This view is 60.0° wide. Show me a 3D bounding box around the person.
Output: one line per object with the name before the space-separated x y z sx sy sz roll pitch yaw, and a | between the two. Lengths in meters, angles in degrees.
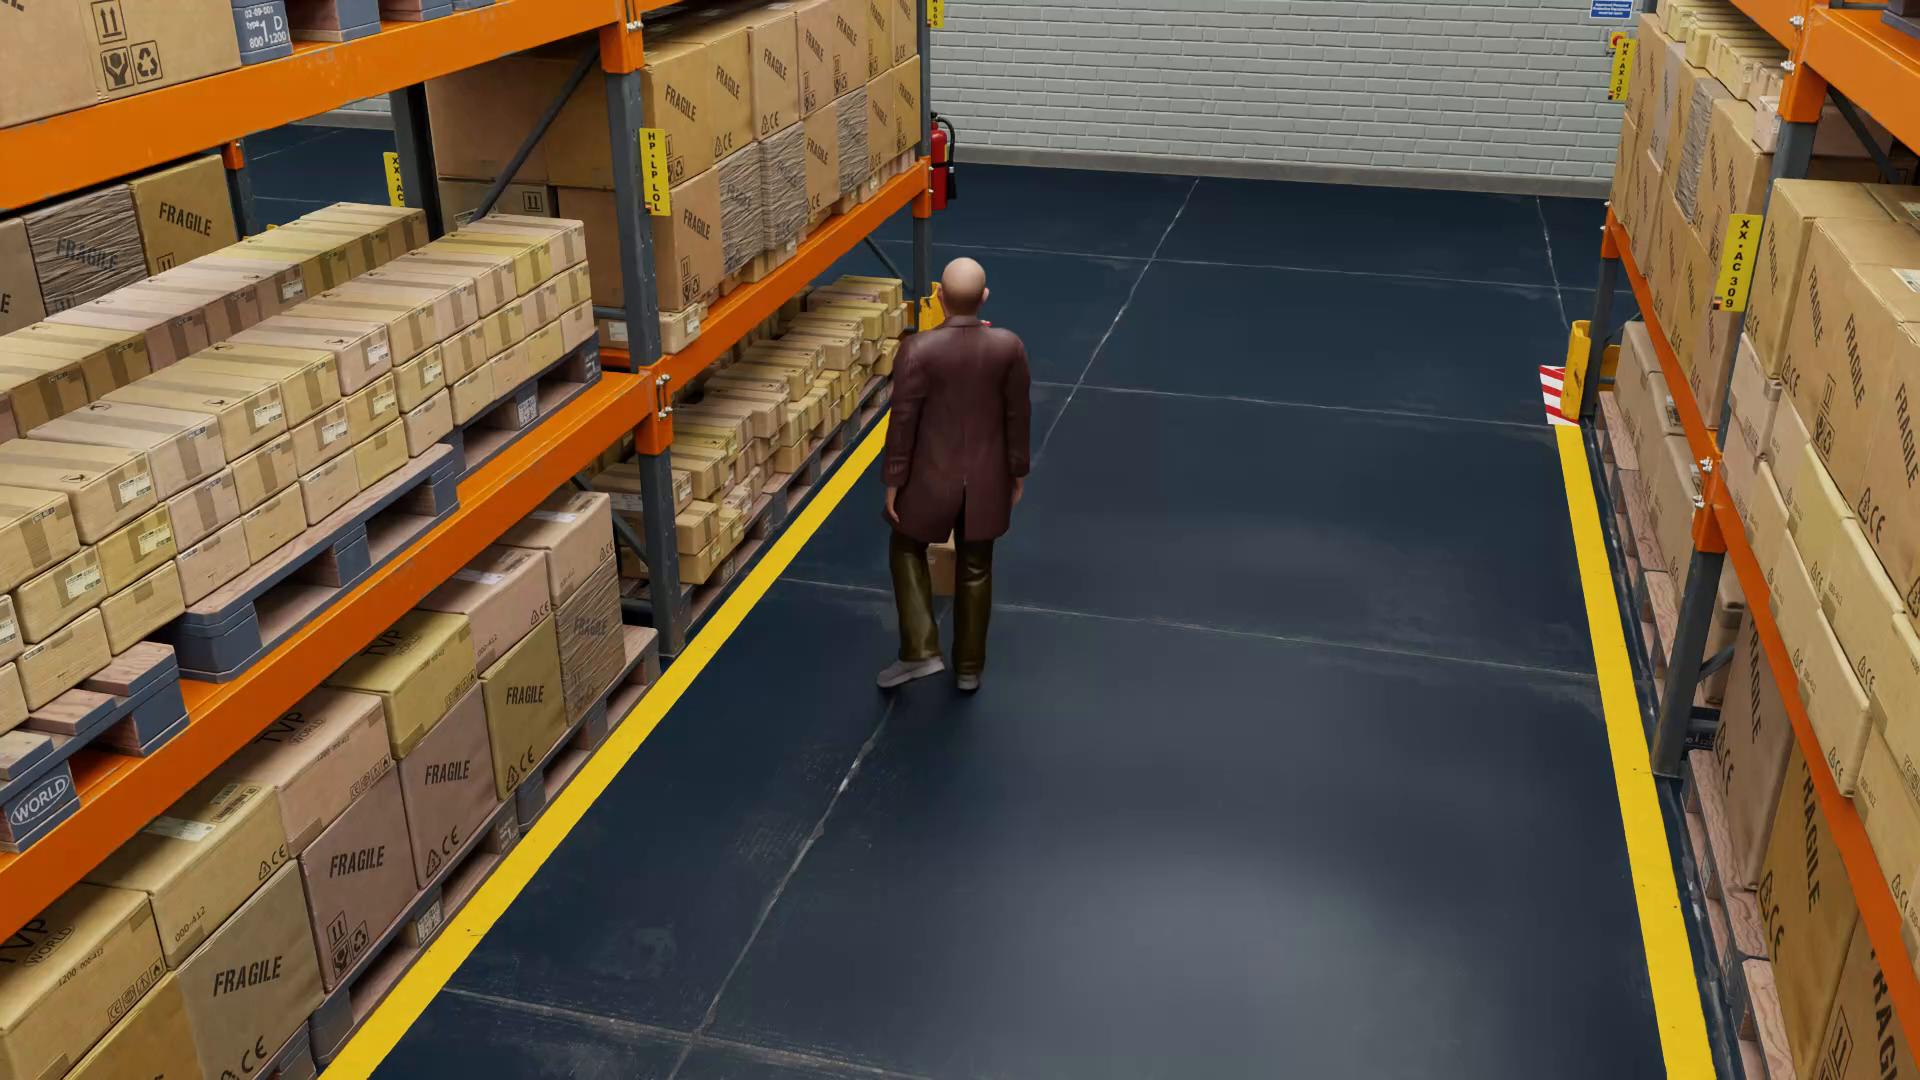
person | -0.028 -0.235 6.603 0.645 1.793 0.469 -5 26 -11
